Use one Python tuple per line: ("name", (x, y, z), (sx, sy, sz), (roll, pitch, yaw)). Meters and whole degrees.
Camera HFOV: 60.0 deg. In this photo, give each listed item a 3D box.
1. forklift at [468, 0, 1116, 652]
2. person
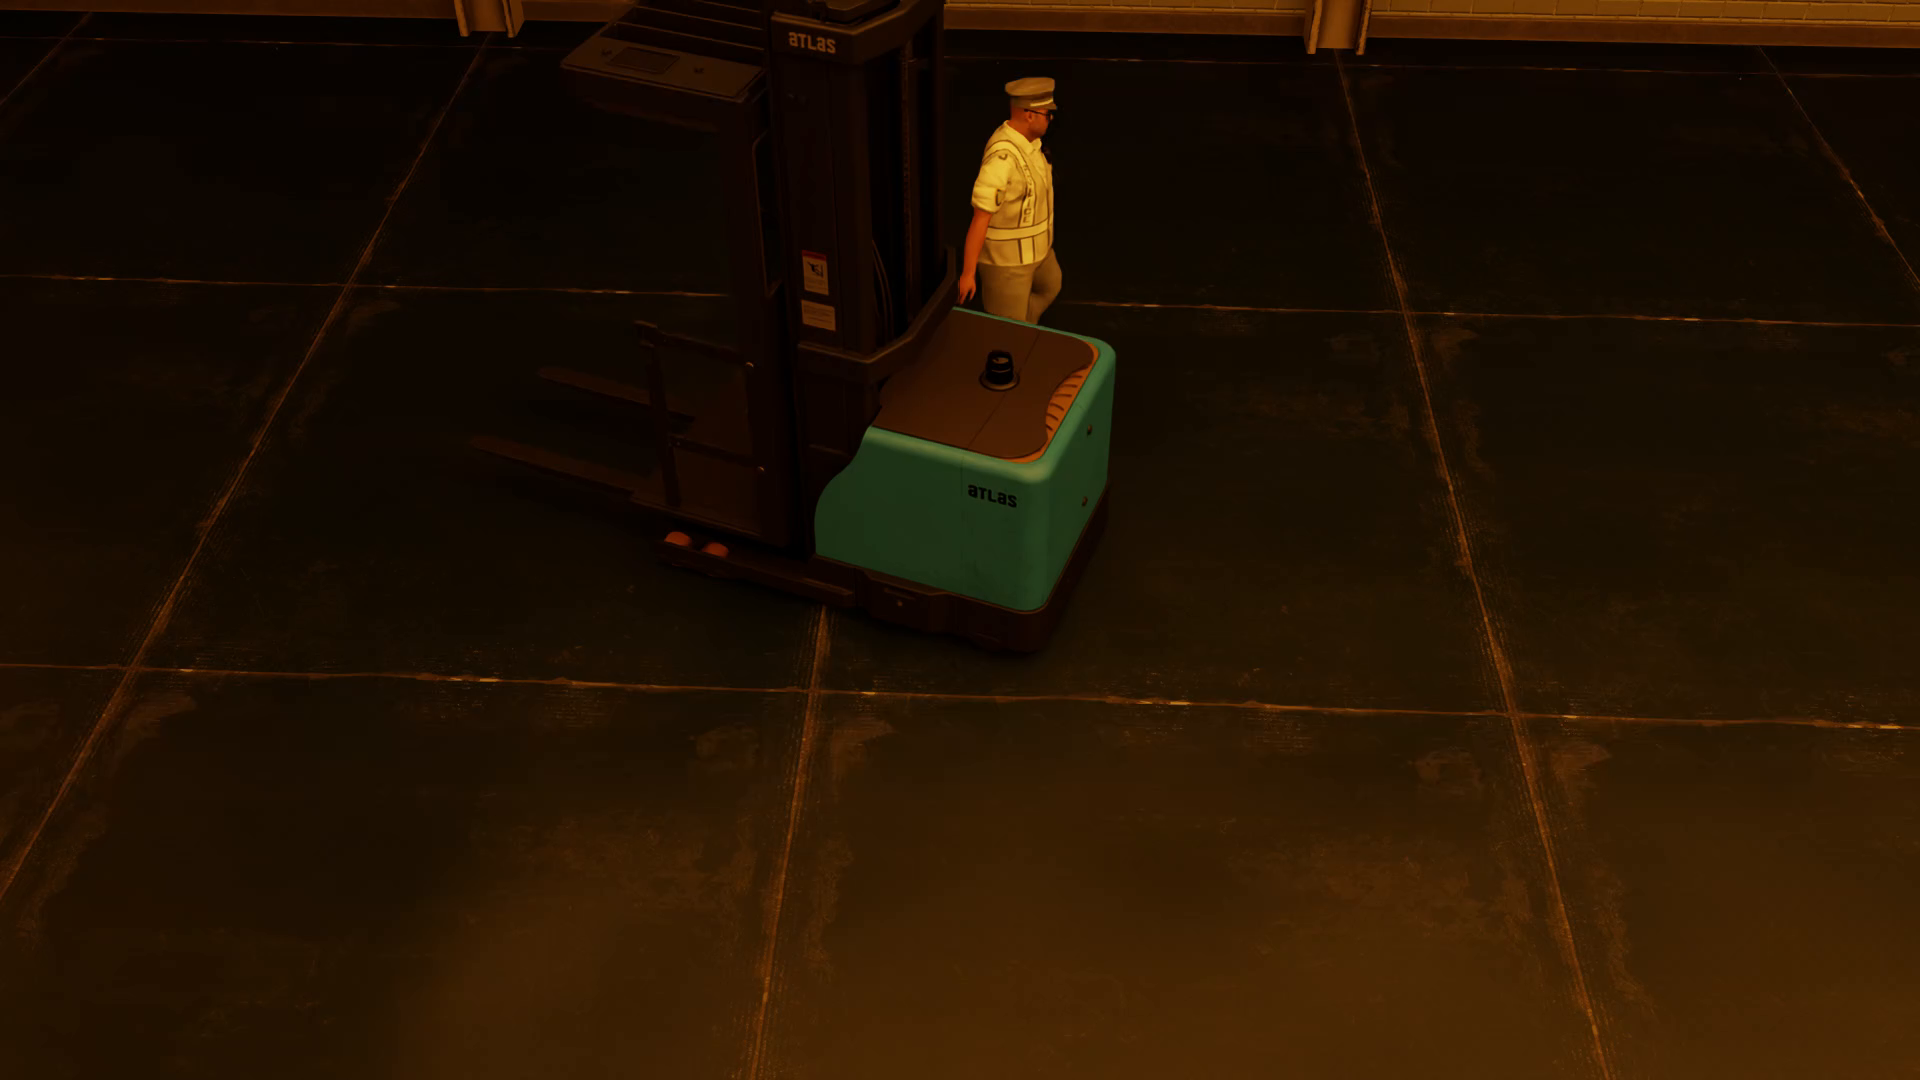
("forklift", (-0.871, -1.222, 7.081), (3.031, 2.935, 1.130), (15, 44, 16))
("person", (0.201, -1.450, 8.299), (0.502, 1.731, 0.886), (15, 44, 16))
